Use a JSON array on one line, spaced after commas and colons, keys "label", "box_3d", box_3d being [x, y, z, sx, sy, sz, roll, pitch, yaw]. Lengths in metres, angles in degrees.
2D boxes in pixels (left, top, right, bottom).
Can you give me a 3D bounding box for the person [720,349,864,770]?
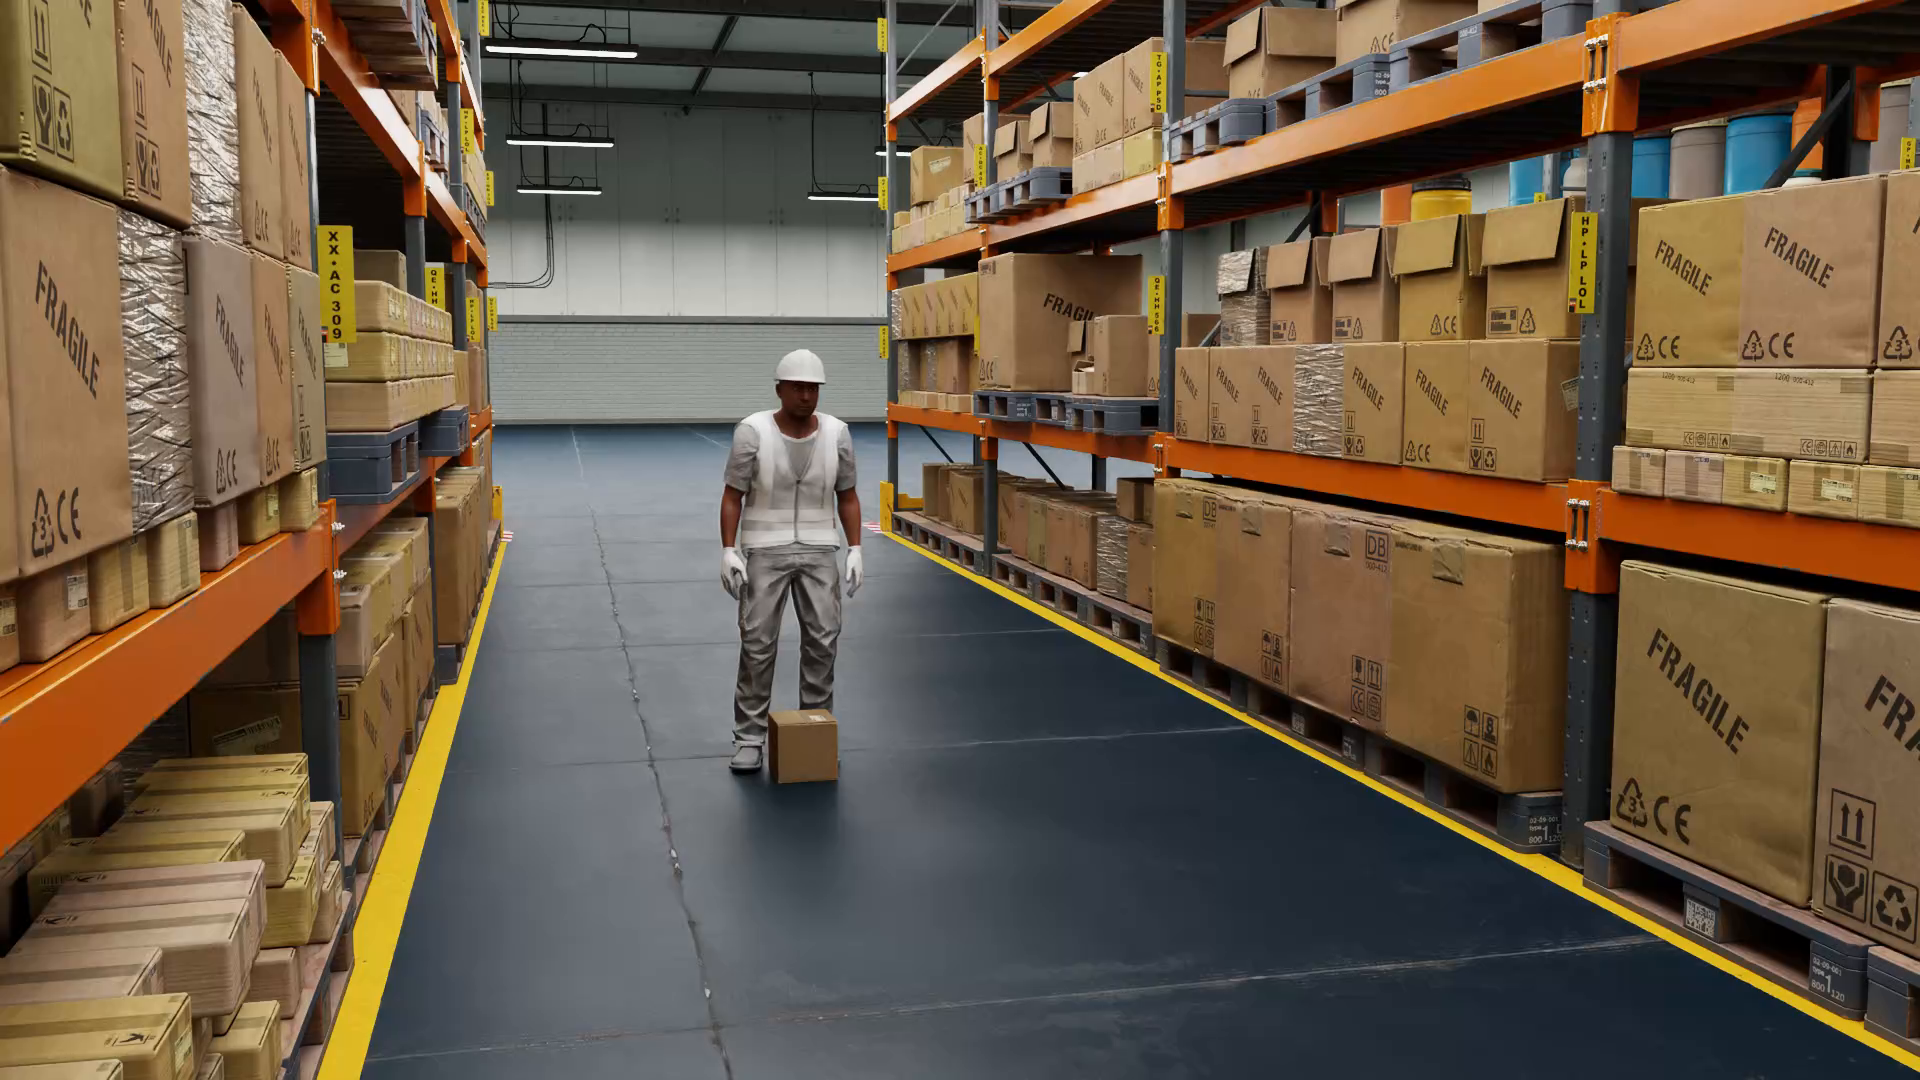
[{"label": "person", "box_3d": [-0.713, 0.081, 7.091, 0.625, 1.772, 0.452, -2, 6, -17]}]
